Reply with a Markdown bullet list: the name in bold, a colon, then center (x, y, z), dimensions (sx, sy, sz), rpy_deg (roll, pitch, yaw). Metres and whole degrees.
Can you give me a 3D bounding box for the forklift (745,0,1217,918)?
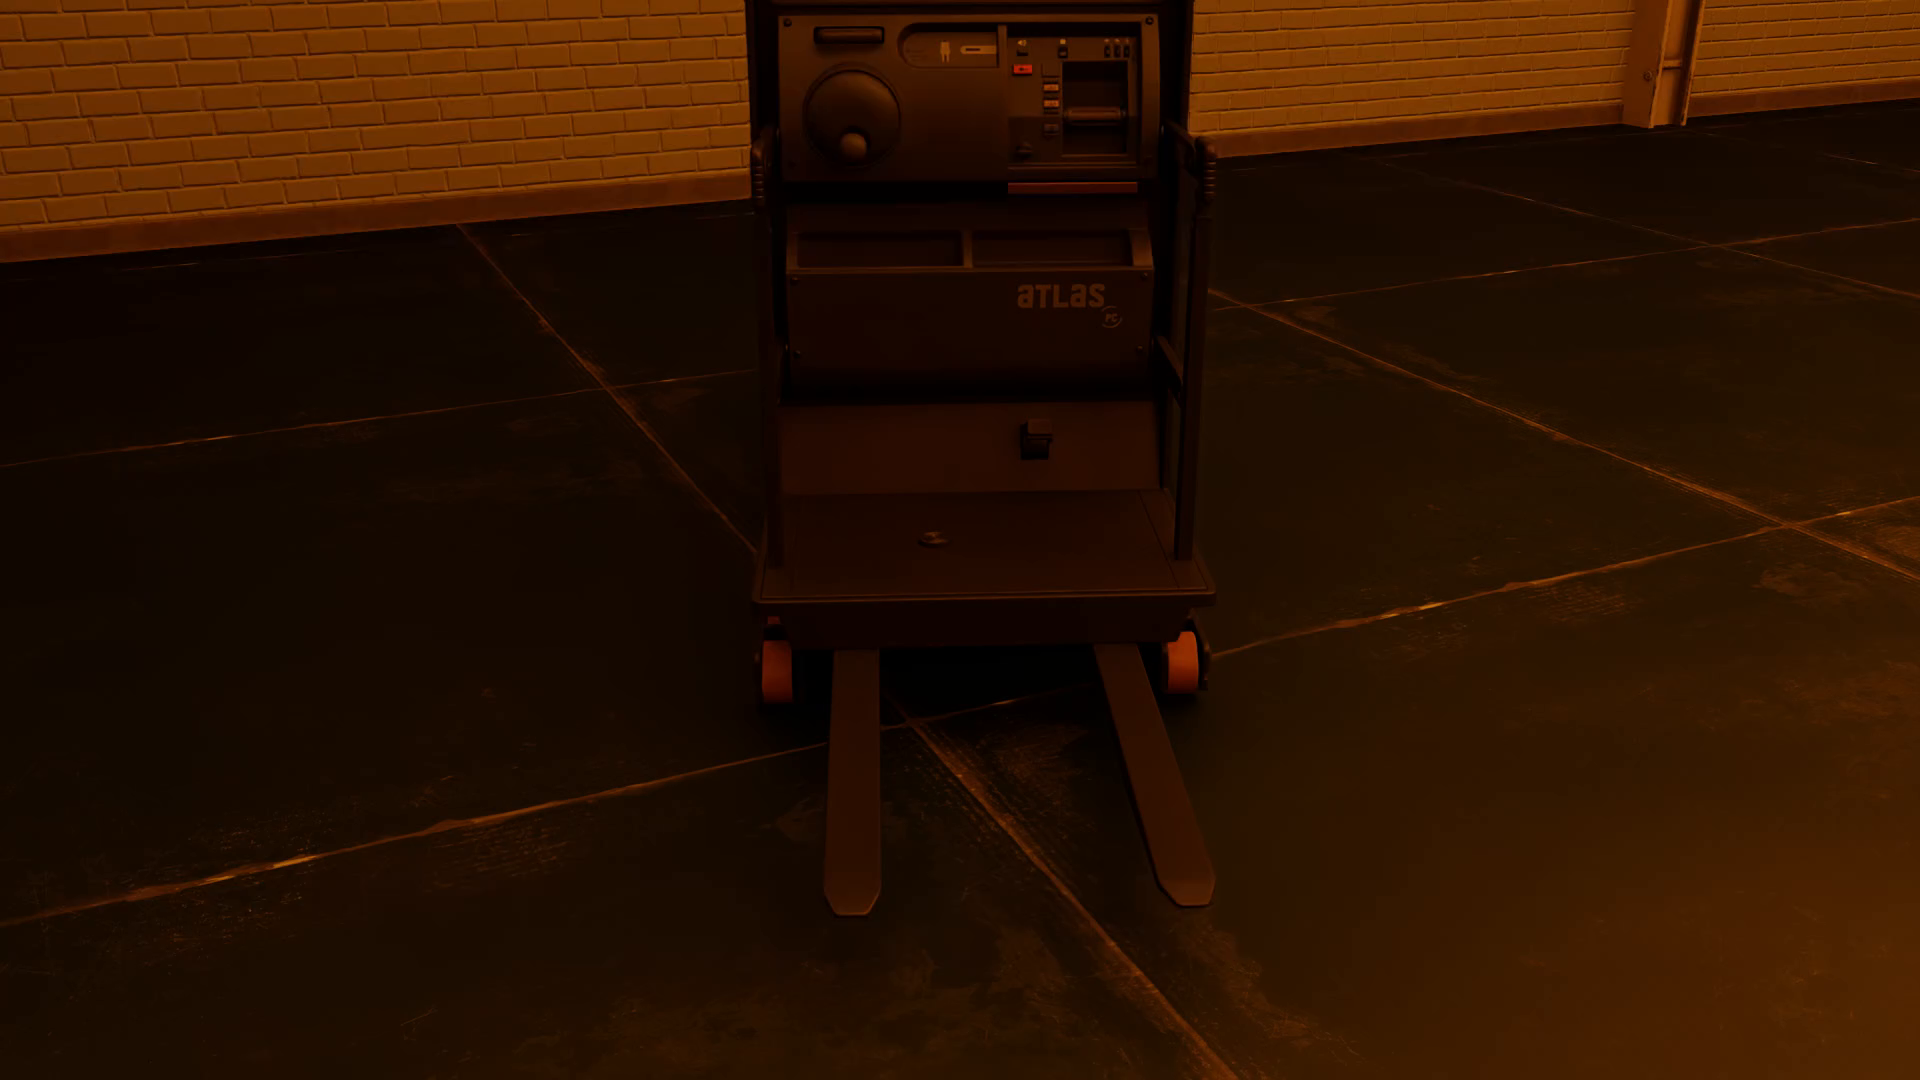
- **forklift**: center (0.037, -1.072, 3.866), dimensions (1.130, 2.935, 3.031), rpy_deg (-1, 23, -3)
